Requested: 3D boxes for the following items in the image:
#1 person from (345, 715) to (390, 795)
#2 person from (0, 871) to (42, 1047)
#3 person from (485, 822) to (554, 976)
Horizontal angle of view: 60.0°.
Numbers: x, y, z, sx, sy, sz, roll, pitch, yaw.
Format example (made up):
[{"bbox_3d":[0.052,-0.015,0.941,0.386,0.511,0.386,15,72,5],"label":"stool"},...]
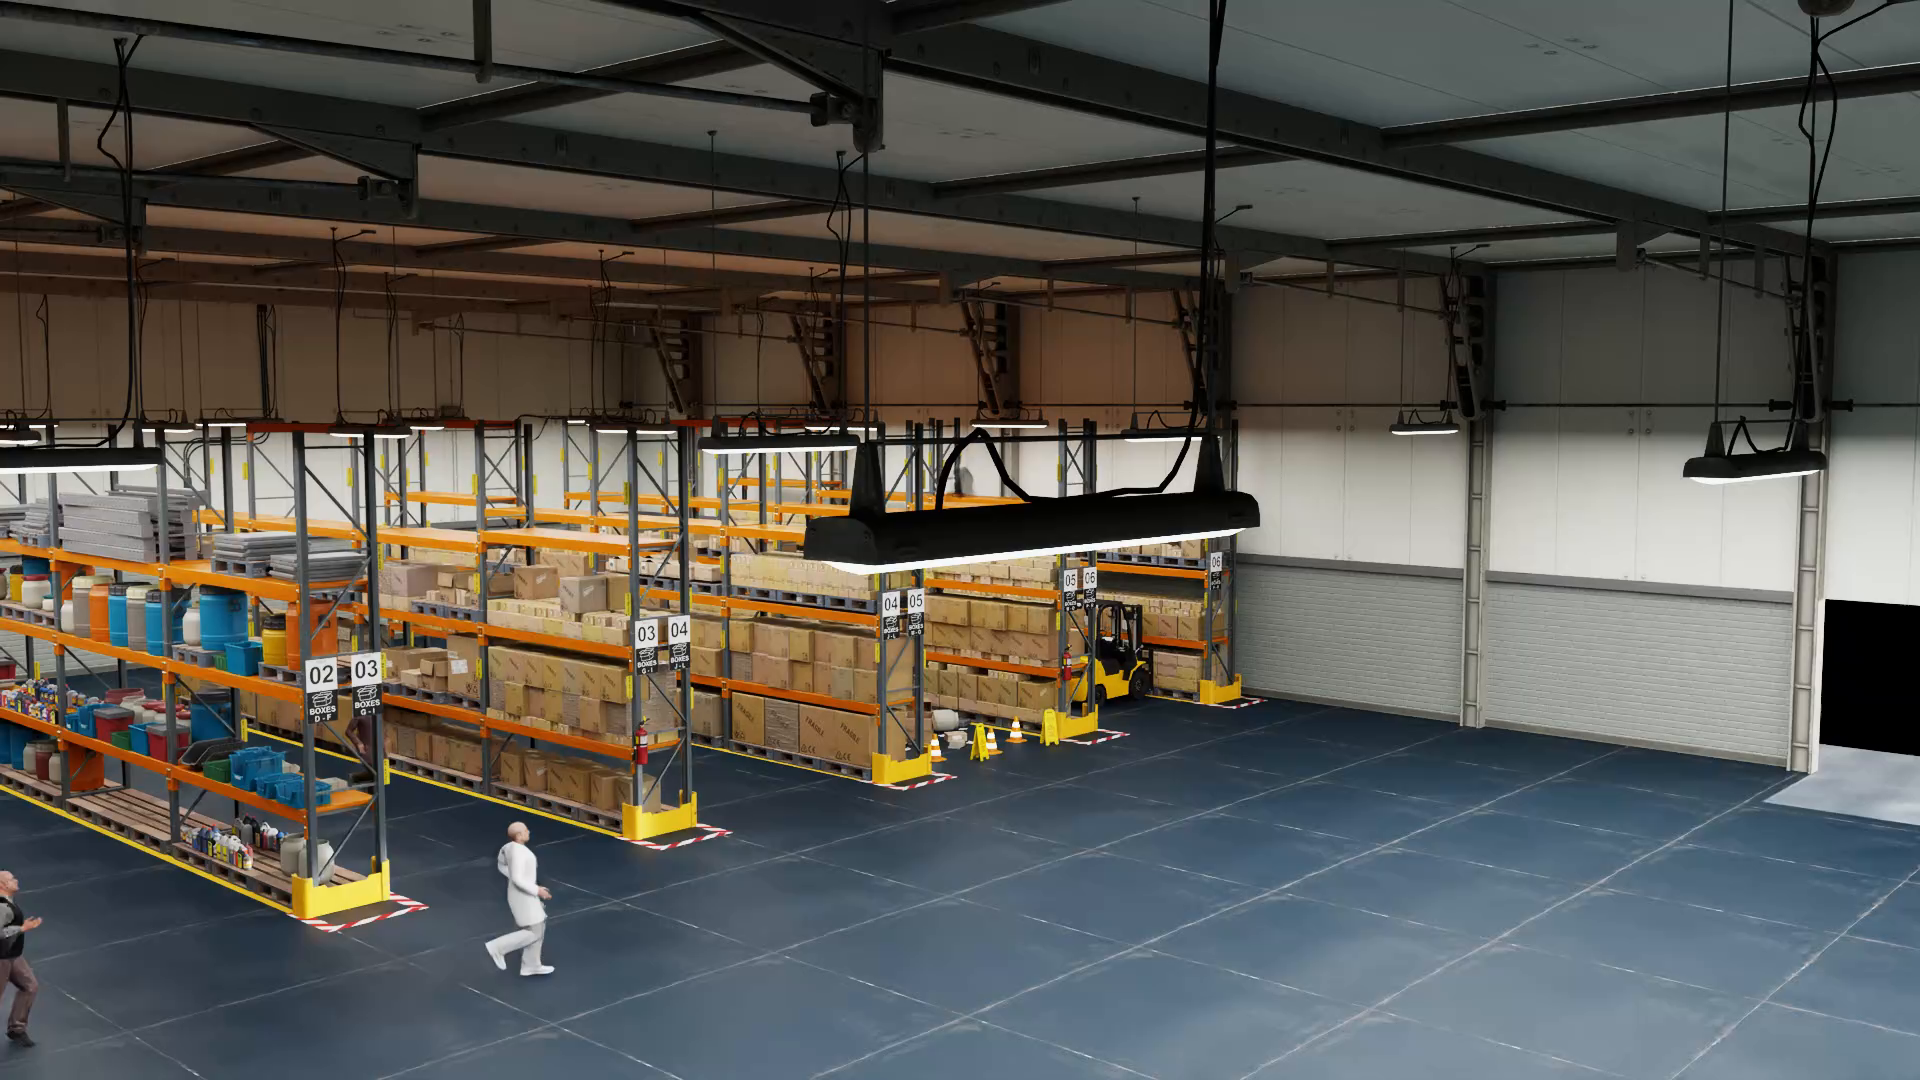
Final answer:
[{"bbox_3d":[-9.384,3.321,26.432,0.640,1.727,0.709,3,5,30],"label":"person"},{"bbox_3d":[-9.426,4.152,16.376,0.741,1.780,0.656,-2,5,-19],"label":"person"},{"bbox_3d":[-4.876,3.970,18.342,0.756,1.743,0.711,-2,5,-26],"label":"person"}]
